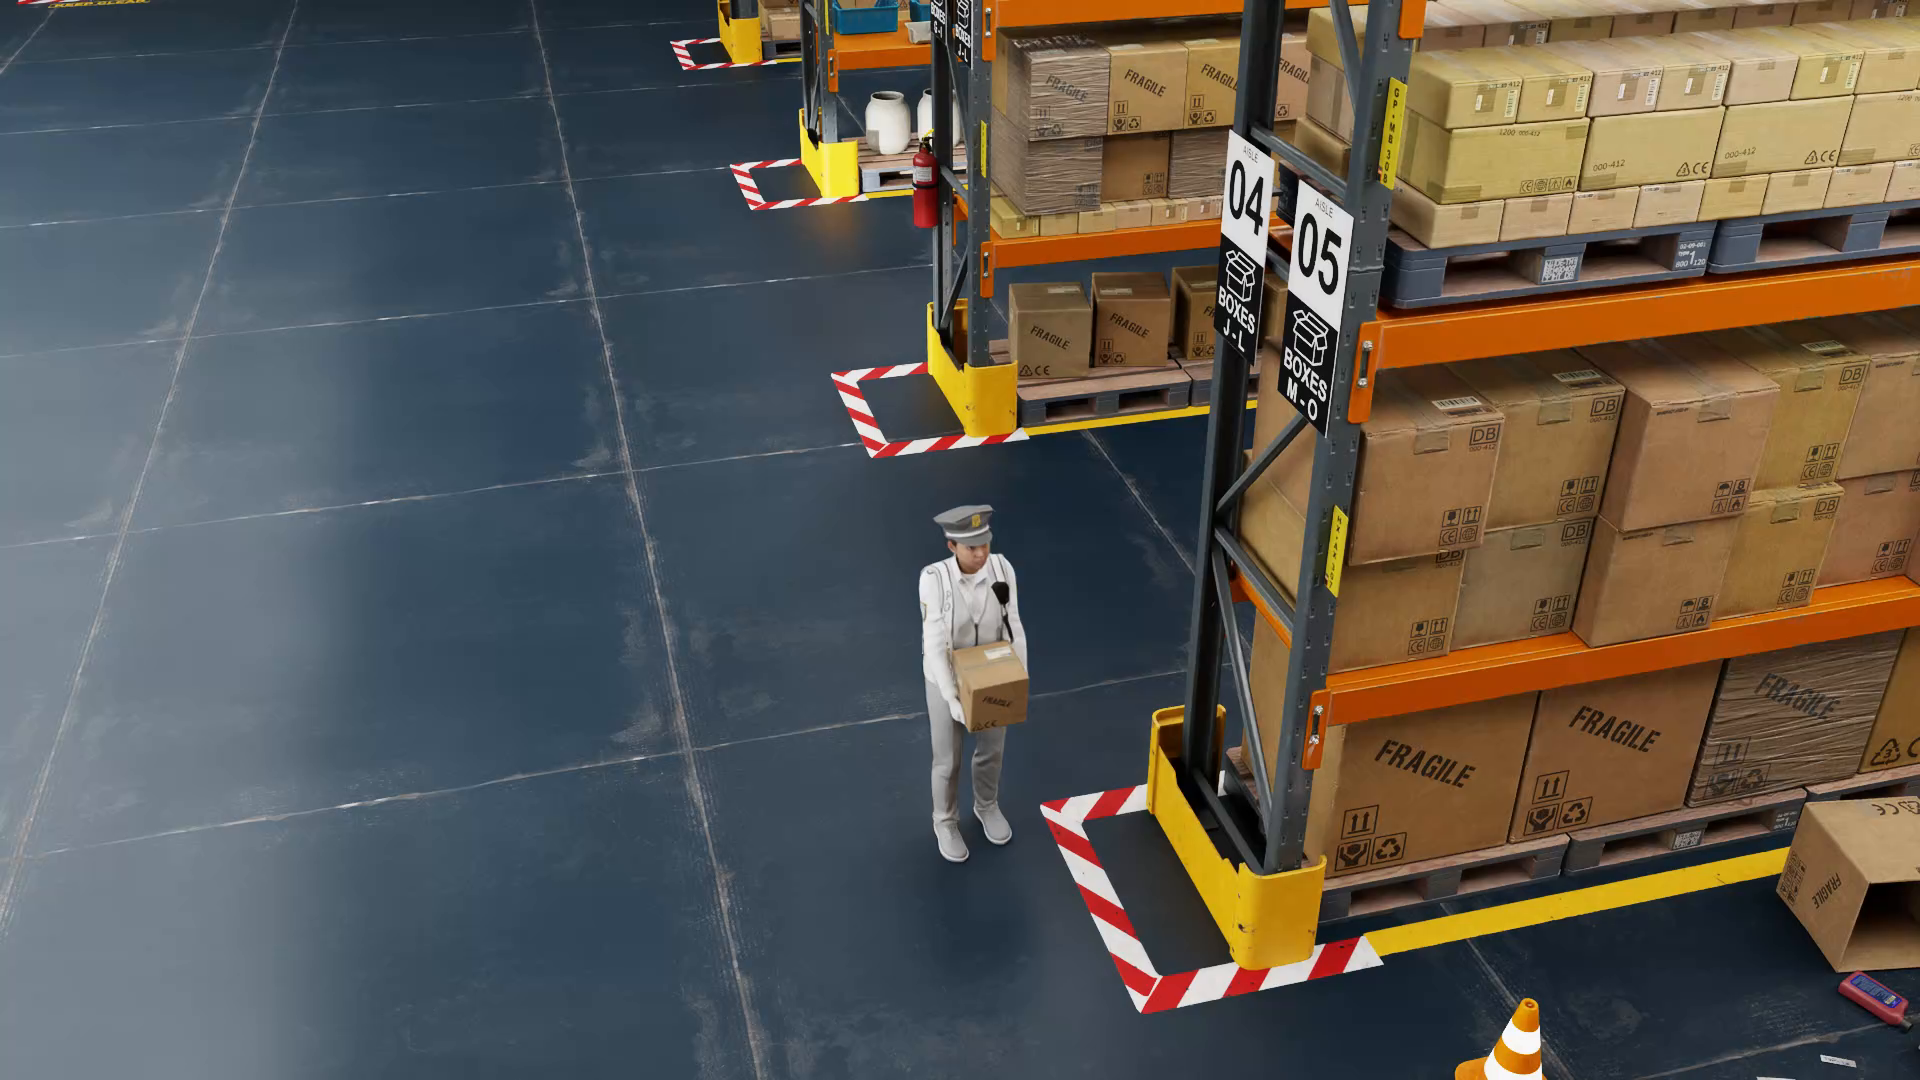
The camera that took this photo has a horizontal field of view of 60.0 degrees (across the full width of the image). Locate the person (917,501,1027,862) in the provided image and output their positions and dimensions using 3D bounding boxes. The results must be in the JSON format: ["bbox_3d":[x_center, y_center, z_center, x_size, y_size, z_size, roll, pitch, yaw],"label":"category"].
[{"bbox_3d":[0.053,0.618,7.155,0.460,1.686,0.556,-10,32,-16],"label":"person"}]
